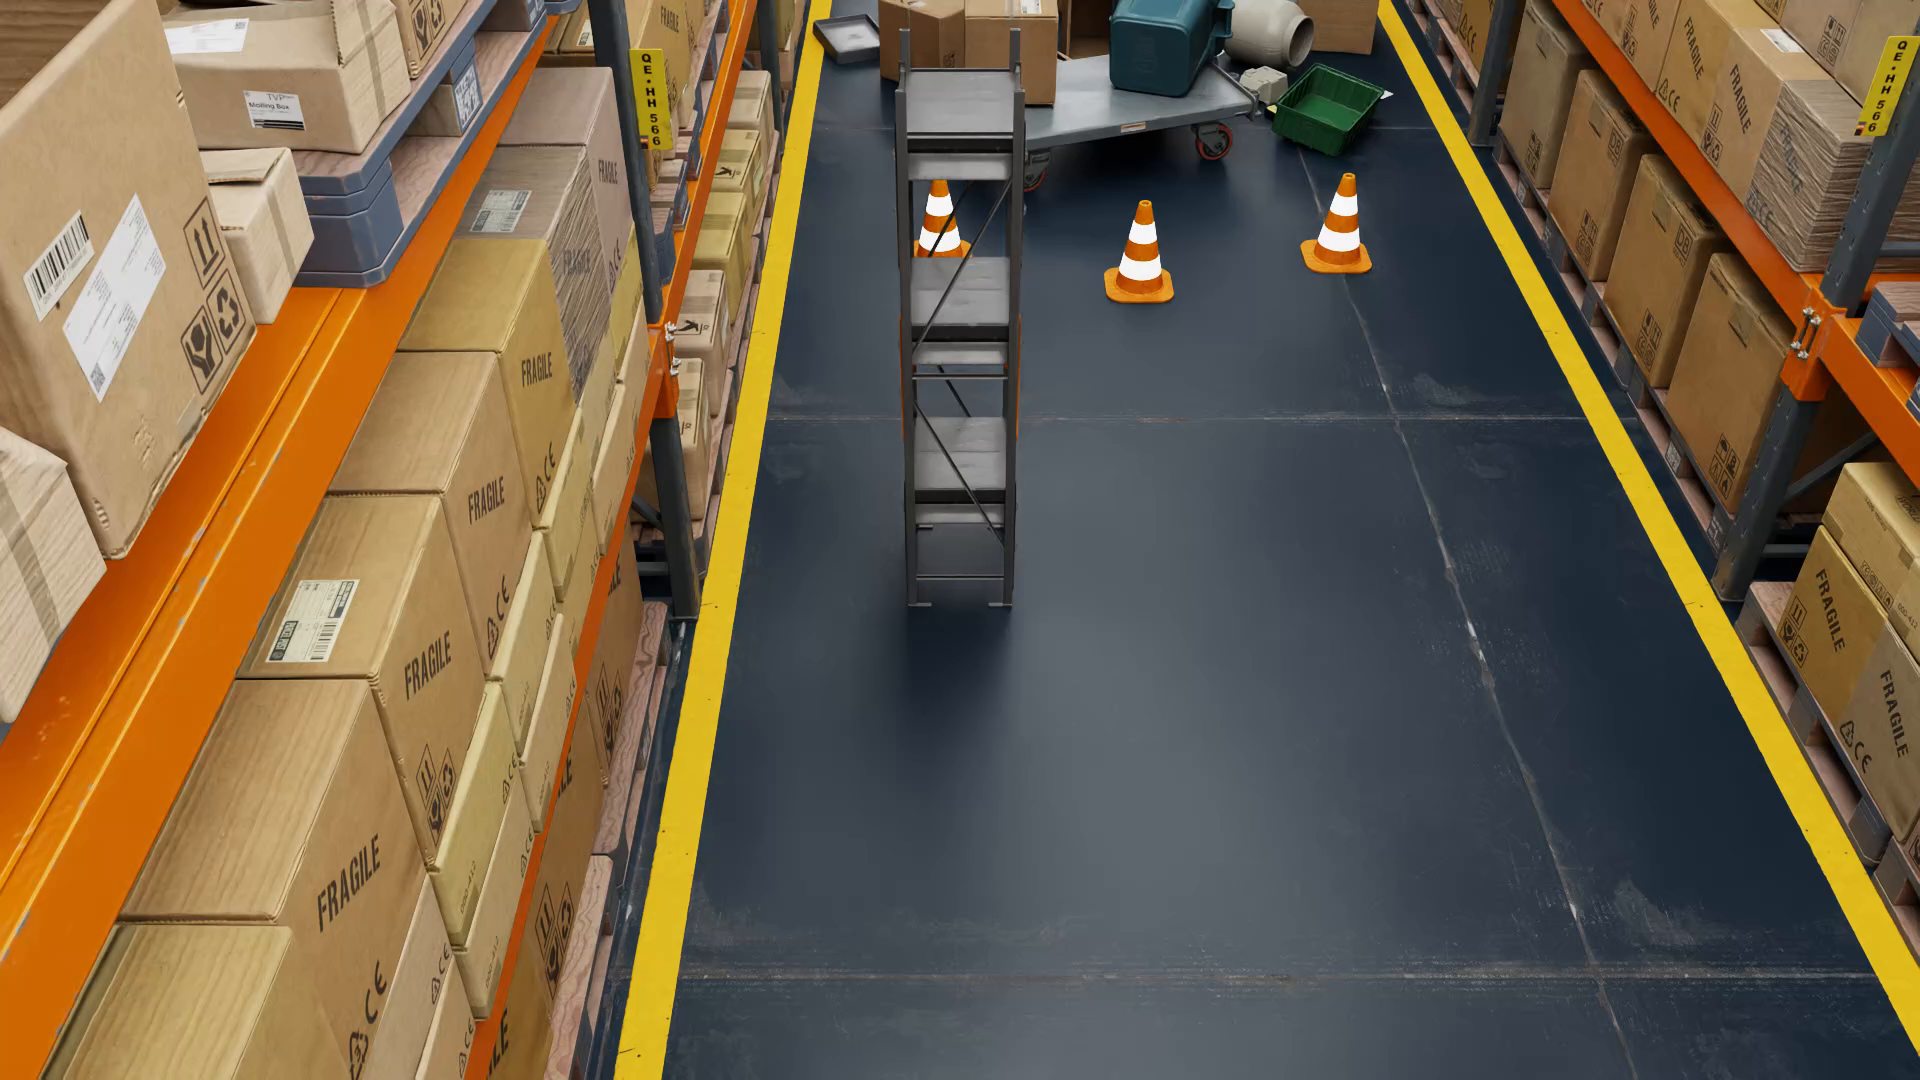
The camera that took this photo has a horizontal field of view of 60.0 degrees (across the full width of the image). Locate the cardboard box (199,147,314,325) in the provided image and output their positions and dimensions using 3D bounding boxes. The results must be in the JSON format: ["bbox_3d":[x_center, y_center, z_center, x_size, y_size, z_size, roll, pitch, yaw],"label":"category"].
[{"bbox_3d":[-1.149,-0.431,2.341,0.380,0.166,0.250,-3,39,-3],"label":"cardboard box"}]

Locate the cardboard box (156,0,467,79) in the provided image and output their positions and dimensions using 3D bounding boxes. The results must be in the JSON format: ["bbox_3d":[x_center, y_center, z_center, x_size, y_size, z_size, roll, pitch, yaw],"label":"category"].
[{"bbox_3d":[-1.210,-1.169,2.995,0.500,0.500,0.500,0,39,0],"label":"cardboard box"}]

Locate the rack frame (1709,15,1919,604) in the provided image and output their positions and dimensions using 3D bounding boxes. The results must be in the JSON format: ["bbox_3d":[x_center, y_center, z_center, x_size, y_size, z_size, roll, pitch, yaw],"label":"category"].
[{"bbox_3d":[3.448,-0.964,5.554,1.000,3.000,0.127,0,39,0],"label":"rack frame"}]

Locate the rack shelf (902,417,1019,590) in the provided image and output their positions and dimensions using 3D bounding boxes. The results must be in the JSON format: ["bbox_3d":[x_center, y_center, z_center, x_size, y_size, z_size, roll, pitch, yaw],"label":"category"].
[{"bbox_3d":[0.000,-0.159,6.410,0.431,0.518,0.480,0,39,0],"label":"rack shelf"}]

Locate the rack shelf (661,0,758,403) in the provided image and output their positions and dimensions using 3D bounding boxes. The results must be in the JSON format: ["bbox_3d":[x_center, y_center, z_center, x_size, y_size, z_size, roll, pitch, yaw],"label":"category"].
[{"bbox_3d":[-1.505,-1.867,7.257,1.077,0.370,4.000,0,39,0],"label":"rack shelf"}]

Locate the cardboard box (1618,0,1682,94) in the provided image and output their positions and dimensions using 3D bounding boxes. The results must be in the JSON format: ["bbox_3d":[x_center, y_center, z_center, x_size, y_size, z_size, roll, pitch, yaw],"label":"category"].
[{"bbox_3d":[3.174,-2.230,7.054,0.500,0.500,0.500,1,39,1],"label":"cardboard box"}]

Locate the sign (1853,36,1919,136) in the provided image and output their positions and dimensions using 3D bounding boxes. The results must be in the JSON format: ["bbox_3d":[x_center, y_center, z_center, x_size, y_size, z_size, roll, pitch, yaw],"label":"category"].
[{"bbox_3d":[2.892,-1.413,5.189,0.100,0.325,0.005,0,39,0],"label":"sign"}]

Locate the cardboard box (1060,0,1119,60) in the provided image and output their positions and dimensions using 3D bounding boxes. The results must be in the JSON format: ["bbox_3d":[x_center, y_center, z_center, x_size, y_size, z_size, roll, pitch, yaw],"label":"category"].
[{"bbox_3d":[1.031,-3.298,10.354,0.797,0.637,0.503,0,39,0],"label":"cardboard box"}]

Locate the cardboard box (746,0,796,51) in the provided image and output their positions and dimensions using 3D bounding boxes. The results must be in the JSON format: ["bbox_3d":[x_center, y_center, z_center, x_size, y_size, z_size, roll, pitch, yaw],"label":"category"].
[{"bbox_3d":[-1.238,-3.151,9.547,0.500,0.500,0.500,2,39,2],"label":"cardboard box"}]

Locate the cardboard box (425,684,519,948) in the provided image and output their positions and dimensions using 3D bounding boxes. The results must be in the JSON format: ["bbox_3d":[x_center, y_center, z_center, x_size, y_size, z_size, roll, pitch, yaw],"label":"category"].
[{"bbox_3d":[-1.219,0.551,3.384,0.500,0.250,0.500,0,39,1],"label":"cardboard box"}]

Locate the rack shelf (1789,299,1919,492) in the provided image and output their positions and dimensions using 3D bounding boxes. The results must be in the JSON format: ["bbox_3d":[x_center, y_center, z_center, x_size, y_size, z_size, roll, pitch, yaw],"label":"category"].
[{"bbox_3d":[3.450,0.567,4.219,1.077,0.370,4.000,0,39,0],"label":"rack shelf"}]

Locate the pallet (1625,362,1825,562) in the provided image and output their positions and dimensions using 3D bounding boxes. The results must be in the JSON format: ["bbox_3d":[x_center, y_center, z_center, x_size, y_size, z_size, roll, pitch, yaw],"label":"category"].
[{"bbox_3d":[3.522,-0.369,7.042,1.003,0.211,1.213,0,39,0],"label":"pallet"}]

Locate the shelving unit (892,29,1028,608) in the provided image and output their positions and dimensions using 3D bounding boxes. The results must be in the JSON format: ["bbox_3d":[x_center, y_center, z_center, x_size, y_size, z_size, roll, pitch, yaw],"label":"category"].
[{"bbox_3d":[0.000,-0.716,5.964,0.431,2.100,0.503,0,39,0],"label":"shelving unit"}]

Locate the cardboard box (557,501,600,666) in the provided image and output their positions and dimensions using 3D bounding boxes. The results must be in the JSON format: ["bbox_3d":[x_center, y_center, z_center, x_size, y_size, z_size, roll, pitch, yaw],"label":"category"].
[{"bbox_3d":[-1.241,0.112,4.332,0.500,0.250,0.500,0,39,-1],"label":"cardboard box"}]

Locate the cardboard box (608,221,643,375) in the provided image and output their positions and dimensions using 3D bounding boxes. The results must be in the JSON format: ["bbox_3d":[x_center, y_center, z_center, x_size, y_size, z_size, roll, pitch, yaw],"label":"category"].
[{"bbox_3d":[-1.248,-0.731,4.984,0.500,0.250,0.500,0,39,0],"label":"cardboard box"}]

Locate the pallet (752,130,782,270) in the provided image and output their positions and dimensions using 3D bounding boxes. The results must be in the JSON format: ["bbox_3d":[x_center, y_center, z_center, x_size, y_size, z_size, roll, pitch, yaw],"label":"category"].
[{"bbox_3d":[-1.505,-1.824,8.857,1.003,0.211,1.213,0,39,0],"label":"pallet"}]

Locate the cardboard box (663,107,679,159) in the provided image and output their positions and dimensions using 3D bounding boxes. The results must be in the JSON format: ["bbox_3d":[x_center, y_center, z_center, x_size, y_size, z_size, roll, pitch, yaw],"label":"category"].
[{"bbox_3d":[-1.238,-1.515,6.106,0.380,0.149,0.250,-2,39,-3],"label":"cardboard box"}]

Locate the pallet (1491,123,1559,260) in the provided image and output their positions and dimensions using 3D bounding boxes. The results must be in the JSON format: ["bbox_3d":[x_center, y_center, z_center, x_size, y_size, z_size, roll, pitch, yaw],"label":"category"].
[{"bbox_3d":[3.519,-1.895,8.946,1.003,0.211,1.213,0,39,0],"label":"pallet"}]

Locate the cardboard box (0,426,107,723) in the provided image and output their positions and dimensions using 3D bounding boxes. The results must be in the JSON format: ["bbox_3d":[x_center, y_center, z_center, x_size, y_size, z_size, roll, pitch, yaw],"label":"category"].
[{"bbox_3d":[-1.148,0.009,1.713,0.396,0.266,0.258,0,39,0],"label":"cardboard box"}]

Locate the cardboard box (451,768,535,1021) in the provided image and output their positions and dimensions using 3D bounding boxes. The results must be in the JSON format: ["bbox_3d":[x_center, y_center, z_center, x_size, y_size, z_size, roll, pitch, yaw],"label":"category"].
[{"bbox_3d":[-1.221,0.743,3.544,0.500,0.250,0.500,0,39,0],"label":"cardboard box"}]

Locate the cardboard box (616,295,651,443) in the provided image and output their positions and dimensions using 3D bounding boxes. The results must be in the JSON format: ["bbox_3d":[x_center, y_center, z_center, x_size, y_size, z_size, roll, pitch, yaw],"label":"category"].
[{"bbox_3d":[-1.242,-0.523,5.124,0.500,0.250,0.500,-1,39,-2],"label":"cardboard box"}]

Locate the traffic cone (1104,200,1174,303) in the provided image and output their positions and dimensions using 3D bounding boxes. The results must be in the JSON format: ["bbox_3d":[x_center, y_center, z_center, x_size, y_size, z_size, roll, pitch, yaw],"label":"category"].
[{"bbox_3d":[0.895,-1.454,8.194,0.336,0.463,0.334,0,39,0],"label":"traffic cone"}]

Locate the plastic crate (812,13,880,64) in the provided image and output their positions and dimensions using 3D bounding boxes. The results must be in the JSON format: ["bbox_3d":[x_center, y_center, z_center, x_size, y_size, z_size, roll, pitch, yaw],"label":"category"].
[{"bbox_3d":[-0.689,-3.242,10.731,0.402,0.080,0.583,-13,40,-16],"label":"plastic crate"}]

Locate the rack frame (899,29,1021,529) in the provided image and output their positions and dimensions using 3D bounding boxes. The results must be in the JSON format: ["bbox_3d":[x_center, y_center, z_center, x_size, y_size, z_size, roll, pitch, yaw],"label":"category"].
[{"bbox_3d":[0.000,-0.868,6.155,0.400,2.100,0.015,0,39,0],"label":"rack frame"}]

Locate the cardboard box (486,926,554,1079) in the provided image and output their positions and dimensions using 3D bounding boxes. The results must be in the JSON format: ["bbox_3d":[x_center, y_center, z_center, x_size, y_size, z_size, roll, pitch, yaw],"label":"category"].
[{"bbox_3d":[-1.587,1.317,4.071,0.875,0.875,0.875,1,39,1],"label":"cardboard box"}]

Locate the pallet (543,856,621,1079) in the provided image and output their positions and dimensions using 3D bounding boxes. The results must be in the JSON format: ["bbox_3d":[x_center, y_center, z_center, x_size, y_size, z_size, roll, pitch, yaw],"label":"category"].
[{"bbox_3d":[-1.578,1.445,4.778,1.003,0.211,1.213,0,39,0],"label":"pallet"}]

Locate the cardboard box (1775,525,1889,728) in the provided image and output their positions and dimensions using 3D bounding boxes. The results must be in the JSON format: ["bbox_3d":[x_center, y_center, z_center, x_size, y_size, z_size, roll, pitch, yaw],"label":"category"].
[{"bbox_3d":[3.193,0.290,5.653,0.500,0.500,0.500,-2,39,-2],"label":"cardboard box"}]

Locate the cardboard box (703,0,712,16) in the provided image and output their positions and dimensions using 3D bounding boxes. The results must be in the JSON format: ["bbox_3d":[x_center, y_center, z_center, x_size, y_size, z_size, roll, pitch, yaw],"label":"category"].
[{"bbox_3d":[-1.279,-2.469,6.778,0.500,0.500,0.500,-1,39,-2],"label":"cardboard box"}]

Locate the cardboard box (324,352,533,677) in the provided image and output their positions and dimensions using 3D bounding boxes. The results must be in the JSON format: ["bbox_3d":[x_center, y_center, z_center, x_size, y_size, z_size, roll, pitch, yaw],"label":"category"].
[{"bbox_3d":[-1.244,-0.056,3.541,0.500,0.500,0.500,-1,39,-1],"label":"cardboard box"}]

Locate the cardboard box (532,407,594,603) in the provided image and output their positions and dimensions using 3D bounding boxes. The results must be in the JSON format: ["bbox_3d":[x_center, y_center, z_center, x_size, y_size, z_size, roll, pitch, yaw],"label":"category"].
[{"bbox_3d":[-1.222,-0.090,4.184,0.500,0.250,0.500,-1,39,-1],"label":"cardboard box"}]

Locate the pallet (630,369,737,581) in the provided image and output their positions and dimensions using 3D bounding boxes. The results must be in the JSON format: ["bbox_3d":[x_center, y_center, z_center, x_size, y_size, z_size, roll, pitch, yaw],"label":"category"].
[{"bbox_3d":[-1.502,-0.298,6.953,1.003,0.211,1.213,0,39,0],"label":"pallet"}]

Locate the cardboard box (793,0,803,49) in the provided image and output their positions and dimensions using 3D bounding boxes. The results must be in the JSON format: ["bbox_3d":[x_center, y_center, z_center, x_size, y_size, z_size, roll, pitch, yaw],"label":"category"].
[{"bbox_3d":[-1.250,-3.193,10.198,0.500,0.250,0.500,2,39,3],"label":"cardboard box"}]

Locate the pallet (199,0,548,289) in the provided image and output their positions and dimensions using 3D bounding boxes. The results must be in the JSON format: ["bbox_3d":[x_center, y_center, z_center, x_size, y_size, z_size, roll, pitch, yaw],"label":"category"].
[{"bbox_3d":[-1.444,-0.892,3.217,1.003,0.211,1.213,2,39,2],"label":"pallet"}]

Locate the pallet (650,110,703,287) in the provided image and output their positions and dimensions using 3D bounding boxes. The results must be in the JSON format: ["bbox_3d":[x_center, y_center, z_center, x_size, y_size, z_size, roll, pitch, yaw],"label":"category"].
[{"bbox_3d":[-1.610,-1.268,6.087,1.213,0.211,1.003,0,39,0],"label":"pallet"}]

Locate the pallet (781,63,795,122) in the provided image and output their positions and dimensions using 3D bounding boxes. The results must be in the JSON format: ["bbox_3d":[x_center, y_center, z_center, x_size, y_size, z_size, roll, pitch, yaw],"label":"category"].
[{"bbox_3d":[-1.543,-2.731,9.989,1.003,0.211,1.213,0,39,0],"label":"pallet"}]

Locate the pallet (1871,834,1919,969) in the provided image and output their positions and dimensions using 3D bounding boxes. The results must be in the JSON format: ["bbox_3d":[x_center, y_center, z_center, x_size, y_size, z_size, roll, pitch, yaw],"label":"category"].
[{"bbox_3d":[3.445,1.374,4.867,1.003,0.211,1.213,0,39,0],"label":"pallet"}]

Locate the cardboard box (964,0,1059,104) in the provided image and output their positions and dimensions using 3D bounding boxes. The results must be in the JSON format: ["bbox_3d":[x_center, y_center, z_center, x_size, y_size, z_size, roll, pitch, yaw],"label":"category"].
[{"bbox_3d":[0.273,-2.739,9.162,0.500,0.500,0.500,0,39,0],"label":"cardboard box"}]

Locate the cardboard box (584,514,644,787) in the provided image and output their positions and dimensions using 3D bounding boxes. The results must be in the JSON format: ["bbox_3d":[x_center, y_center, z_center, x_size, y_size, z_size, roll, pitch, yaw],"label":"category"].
[{"bbox_3d":[-1.585,0.200,5.465,0.875,0.875,0.875,0,39,0],"label":"cardboard box"}]

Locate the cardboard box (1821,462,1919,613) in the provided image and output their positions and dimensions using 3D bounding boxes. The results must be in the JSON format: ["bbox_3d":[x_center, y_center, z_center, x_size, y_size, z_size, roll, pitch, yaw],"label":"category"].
[{"bbox_3d":[3.206,-0.014,5.432,0.500,0.250,0.500,-2,39,-2],"label":"cardboard box"}]

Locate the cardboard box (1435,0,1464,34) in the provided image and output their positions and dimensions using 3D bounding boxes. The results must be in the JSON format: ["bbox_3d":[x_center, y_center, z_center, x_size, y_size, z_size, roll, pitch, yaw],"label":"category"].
[{"bbox_3d":[3.507,-3.757,10.403,0.875,0.875,0.875,0,39,0],"label":"cardboard box"}]

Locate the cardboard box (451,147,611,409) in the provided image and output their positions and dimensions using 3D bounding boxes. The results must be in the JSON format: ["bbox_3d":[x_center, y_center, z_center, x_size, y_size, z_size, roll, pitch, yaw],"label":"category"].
[{"bbox_3d":[-1.231,-0.683,4.324,0.500,0.500,0.500,1,39,1],"label":"cardboard box"}]

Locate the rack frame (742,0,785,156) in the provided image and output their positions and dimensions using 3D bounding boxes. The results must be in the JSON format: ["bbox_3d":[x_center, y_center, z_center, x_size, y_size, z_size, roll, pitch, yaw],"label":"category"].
[{"bbox_3d":[-1.507,-3.399,8.592,1.000,3.000,0.127,0,39,0],"label":"rack frame"}]

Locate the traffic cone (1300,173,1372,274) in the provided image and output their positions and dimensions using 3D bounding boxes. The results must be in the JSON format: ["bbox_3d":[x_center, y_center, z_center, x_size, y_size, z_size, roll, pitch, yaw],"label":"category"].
[{"bbox_3d":[1.934,-1.636,8.421,0.336,0.463,0.334,0,39,0],"label":"traffic cone"}]

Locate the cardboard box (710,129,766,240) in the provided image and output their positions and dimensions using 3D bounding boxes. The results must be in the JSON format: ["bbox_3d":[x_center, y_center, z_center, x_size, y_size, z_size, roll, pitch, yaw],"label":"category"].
[{"bbox_3d":[-1.500,-1.760,8.313,0.950,0.372,0.625,2,39,3],"label":"cardboard box"}]

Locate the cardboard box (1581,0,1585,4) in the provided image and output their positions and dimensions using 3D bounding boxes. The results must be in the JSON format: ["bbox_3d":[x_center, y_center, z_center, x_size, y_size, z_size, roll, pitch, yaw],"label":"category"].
[{"bbox_3d":[3.176,-2.860,7.840,0.500,0.500,0.500,0,39,0],"label":"cardboard box"}]

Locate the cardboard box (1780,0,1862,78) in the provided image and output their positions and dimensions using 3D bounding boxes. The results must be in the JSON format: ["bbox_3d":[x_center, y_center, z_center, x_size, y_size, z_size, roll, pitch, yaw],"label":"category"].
[{"bbox_3d":[3.455,-1.990,5.955,0.700,0.500,0.500,-1,39,-1],"label":"cardboard box"}]

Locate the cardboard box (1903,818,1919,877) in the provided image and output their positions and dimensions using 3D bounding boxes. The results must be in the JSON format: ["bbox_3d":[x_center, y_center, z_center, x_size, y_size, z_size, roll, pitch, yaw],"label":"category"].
[{"bbox_3d":[3.203,0.925,4.860,0.500,0.500,0.500,-1,39,-1],"label":"cardboard box"}]

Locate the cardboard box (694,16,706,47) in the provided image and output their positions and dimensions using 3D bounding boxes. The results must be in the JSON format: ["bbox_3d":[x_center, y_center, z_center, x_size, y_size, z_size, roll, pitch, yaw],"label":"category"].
[{"bbox_3d":[-1.270,-2.177,6.933,0.380,0.149,0.250,1,39,1],"label":"cardboard box"}]

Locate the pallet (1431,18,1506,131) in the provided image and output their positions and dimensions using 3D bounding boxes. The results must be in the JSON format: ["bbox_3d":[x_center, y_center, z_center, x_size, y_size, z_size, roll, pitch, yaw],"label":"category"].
[{"bbox_3d":[3.520,-2.853,10.141,1.003,0.211,1.213,0,39,0],"label":"pallet"}]

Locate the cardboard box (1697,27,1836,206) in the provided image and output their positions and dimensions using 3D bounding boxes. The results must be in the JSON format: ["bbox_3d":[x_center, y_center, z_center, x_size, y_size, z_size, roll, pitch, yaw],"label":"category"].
[{"bbox_3d":[3.179,-1.596,6.264,0.500,0.500,0.500,0,39,0],"label":"cardboard box"}]

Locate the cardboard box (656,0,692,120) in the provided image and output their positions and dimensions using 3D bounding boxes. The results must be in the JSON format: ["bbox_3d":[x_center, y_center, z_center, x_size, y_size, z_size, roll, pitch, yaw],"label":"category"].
[{"bbox_3d":[-1.279,-1.824,5.973,0.500,0.500,0.500,2,39,2],"label":"cardboard box"}]

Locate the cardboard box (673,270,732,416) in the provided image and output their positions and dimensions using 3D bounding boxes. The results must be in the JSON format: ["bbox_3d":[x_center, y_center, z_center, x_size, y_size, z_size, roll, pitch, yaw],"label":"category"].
[{"bbox_3d":[-1.502,-0.851,7.178,0.950,0.372,0.625,-1,39,-1],"label":"cardboard box"}]

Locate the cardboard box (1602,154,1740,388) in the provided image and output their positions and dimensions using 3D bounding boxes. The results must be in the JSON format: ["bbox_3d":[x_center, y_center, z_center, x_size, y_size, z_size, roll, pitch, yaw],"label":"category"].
[{"bbox_3d":[3.532,-1.178,7.284,1.050,0.750,0.750,1,39,1],"label":"cardboard box"}]

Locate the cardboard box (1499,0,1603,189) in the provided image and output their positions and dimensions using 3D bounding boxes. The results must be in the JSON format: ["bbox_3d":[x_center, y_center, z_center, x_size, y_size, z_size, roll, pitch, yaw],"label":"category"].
[{"bbox_3d":[3.534,-2.363,8.764,1.050,0.750,0.750,0,39,0],"label":"cardboard box"}]

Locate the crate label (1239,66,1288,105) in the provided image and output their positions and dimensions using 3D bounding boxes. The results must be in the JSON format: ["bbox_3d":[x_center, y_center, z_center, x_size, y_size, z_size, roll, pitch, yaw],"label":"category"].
[{"bbox_3d":[1.840,-2.765,10.091,0.298,0.136,0.250,-28,46,-30],"label":"crate label"}]

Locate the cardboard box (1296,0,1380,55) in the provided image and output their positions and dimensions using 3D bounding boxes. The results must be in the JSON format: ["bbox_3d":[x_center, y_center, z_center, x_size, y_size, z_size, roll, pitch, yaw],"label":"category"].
[{"bbox_3d":[2.415,-3.461,10.667,0.500,0.500,0.500,6,39,8],"label":"cardboard box"}]

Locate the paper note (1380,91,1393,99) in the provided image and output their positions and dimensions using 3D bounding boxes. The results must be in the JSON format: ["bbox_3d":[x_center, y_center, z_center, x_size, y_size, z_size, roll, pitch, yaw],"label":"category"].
[{"bbox_3d":[2.537,-2.727,10.128,0.147,0.020,0.142,-28,46,-30],"label":"paper note"}]

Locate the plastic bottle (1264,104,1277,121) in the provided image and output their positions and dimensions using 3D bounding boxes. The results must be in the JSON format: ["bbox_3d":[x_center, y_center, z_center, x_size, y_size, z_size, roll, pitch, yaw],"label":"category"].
[{"bbox_3d":[1.933,-2.490,9.809,0.133,0.061,0.283,-20,43,-23],"label":"plastic bottle"}]

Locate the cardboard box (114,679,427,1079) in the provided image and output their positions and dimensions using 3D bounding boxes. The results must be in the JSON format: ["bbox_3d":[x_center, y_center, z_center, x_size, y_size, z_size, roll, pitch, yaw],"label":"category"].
[{"bbox_3d":[-1.239,0.581,2.746,0.500,0.500,0.500,0,39,0],"label":"cardboard box"}]
